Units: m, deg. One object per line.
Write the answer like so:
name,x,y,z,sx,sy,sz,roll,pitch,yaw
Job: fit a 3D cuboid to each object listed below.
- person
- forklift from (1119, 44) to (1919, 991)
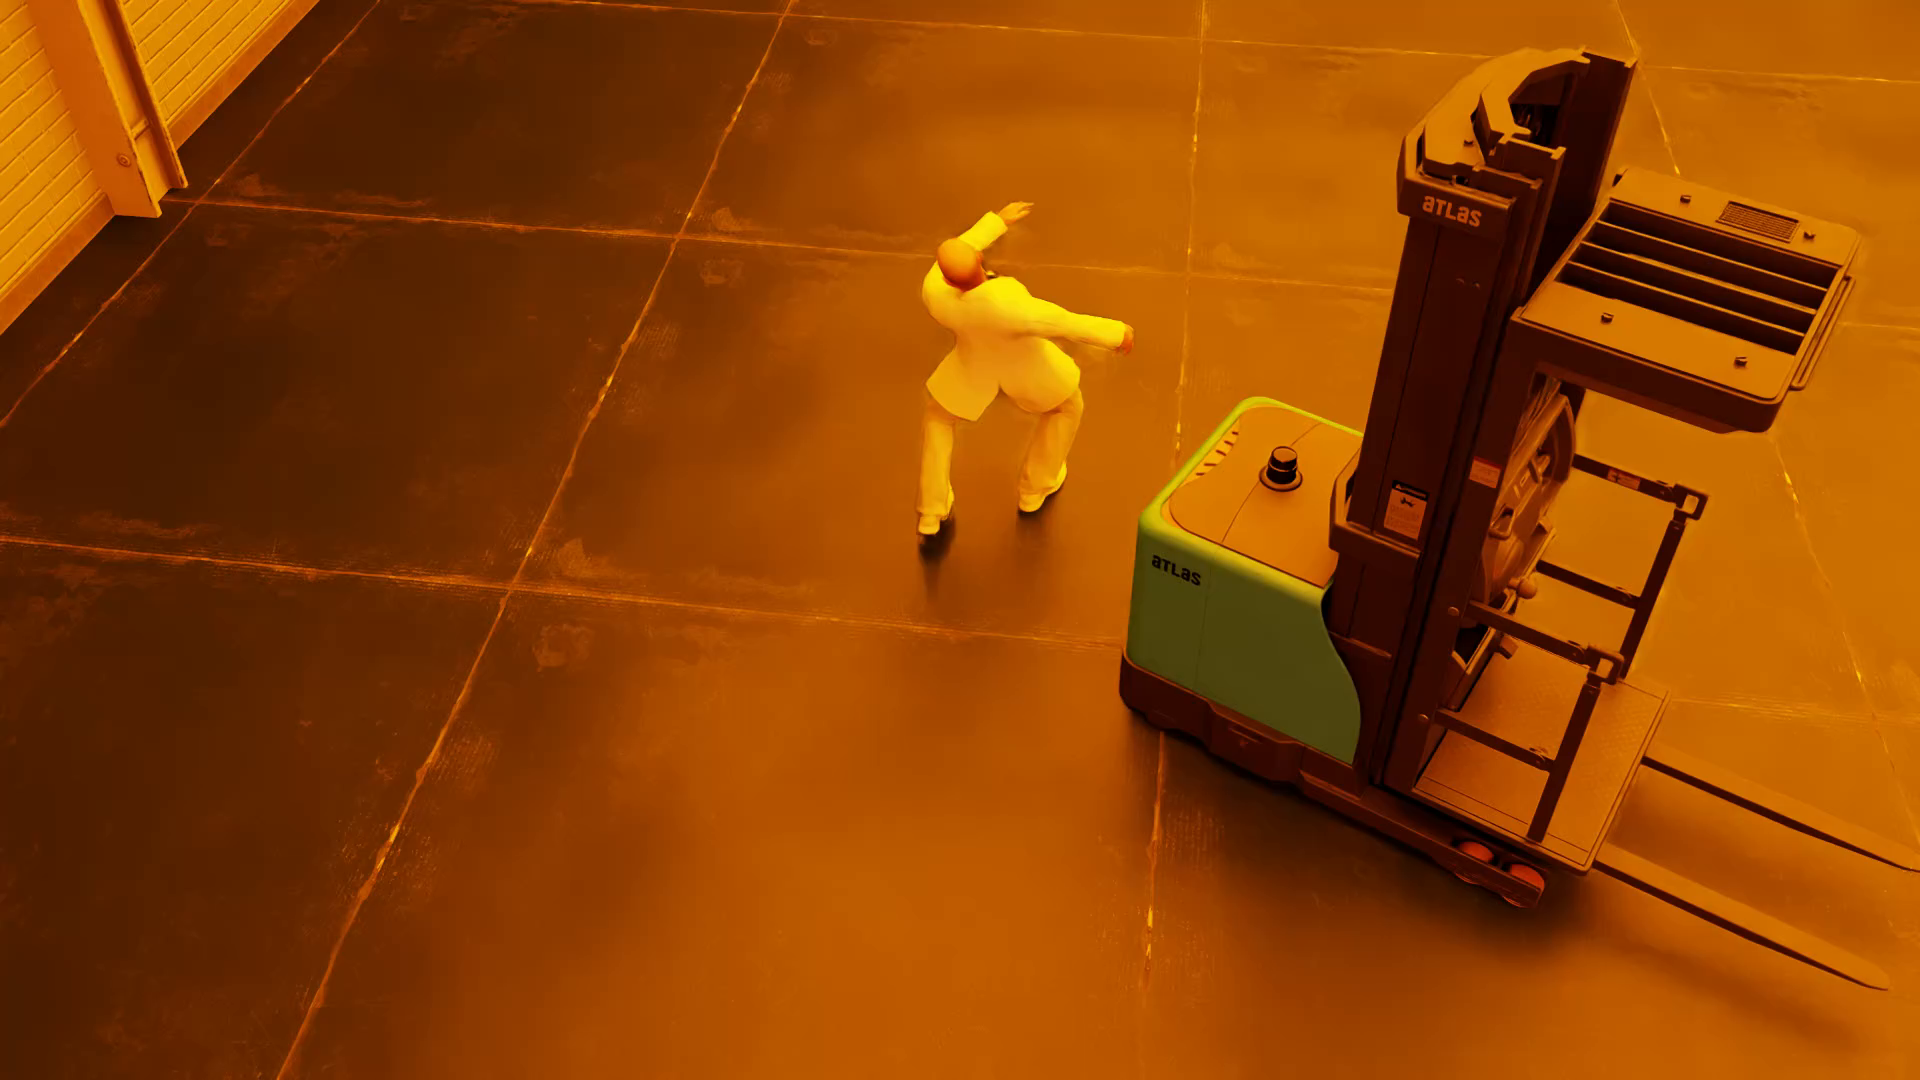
person,0.298,-0.793,7.575,0.970,1.570,0.896,4,43,5
forklift,2.185,-0.090,5.823,3.031,2.935,1.130,24,48,24
